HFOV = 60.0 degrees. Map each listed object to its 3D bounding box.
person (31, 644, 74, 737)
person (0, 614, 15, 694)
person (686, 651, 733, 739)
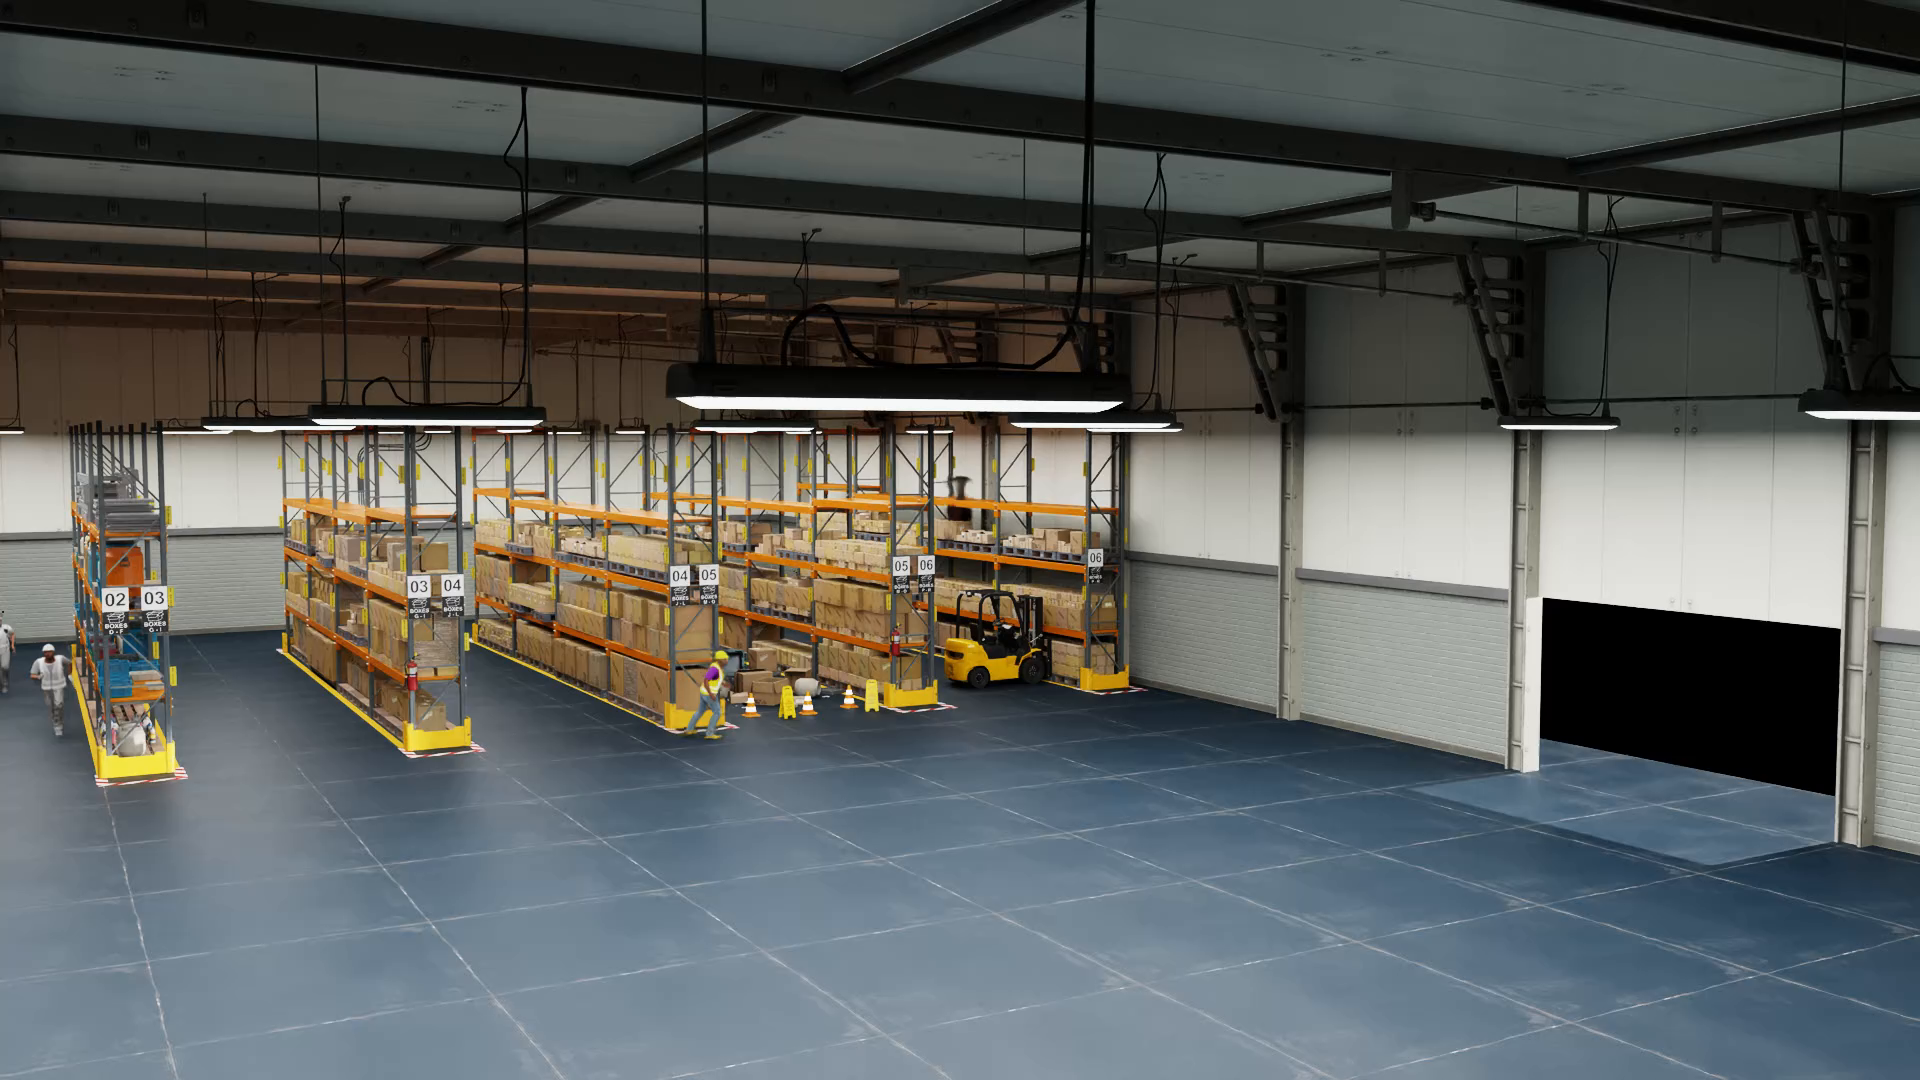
[{"bbox_3d":[-17.433,2.864,31.971,0.689,1.766,0.953,-1,4,-14],"label":"person"},{"bbox_3d":[-21.537,2.550,37.261,0.609,1.832,0.856,-2,4,-27],"label":"person"},{"bbox_3d":[-4.760,2.937,31.622,0.895,1.682,0.726,-1,4,-12],"label":"person"}]
